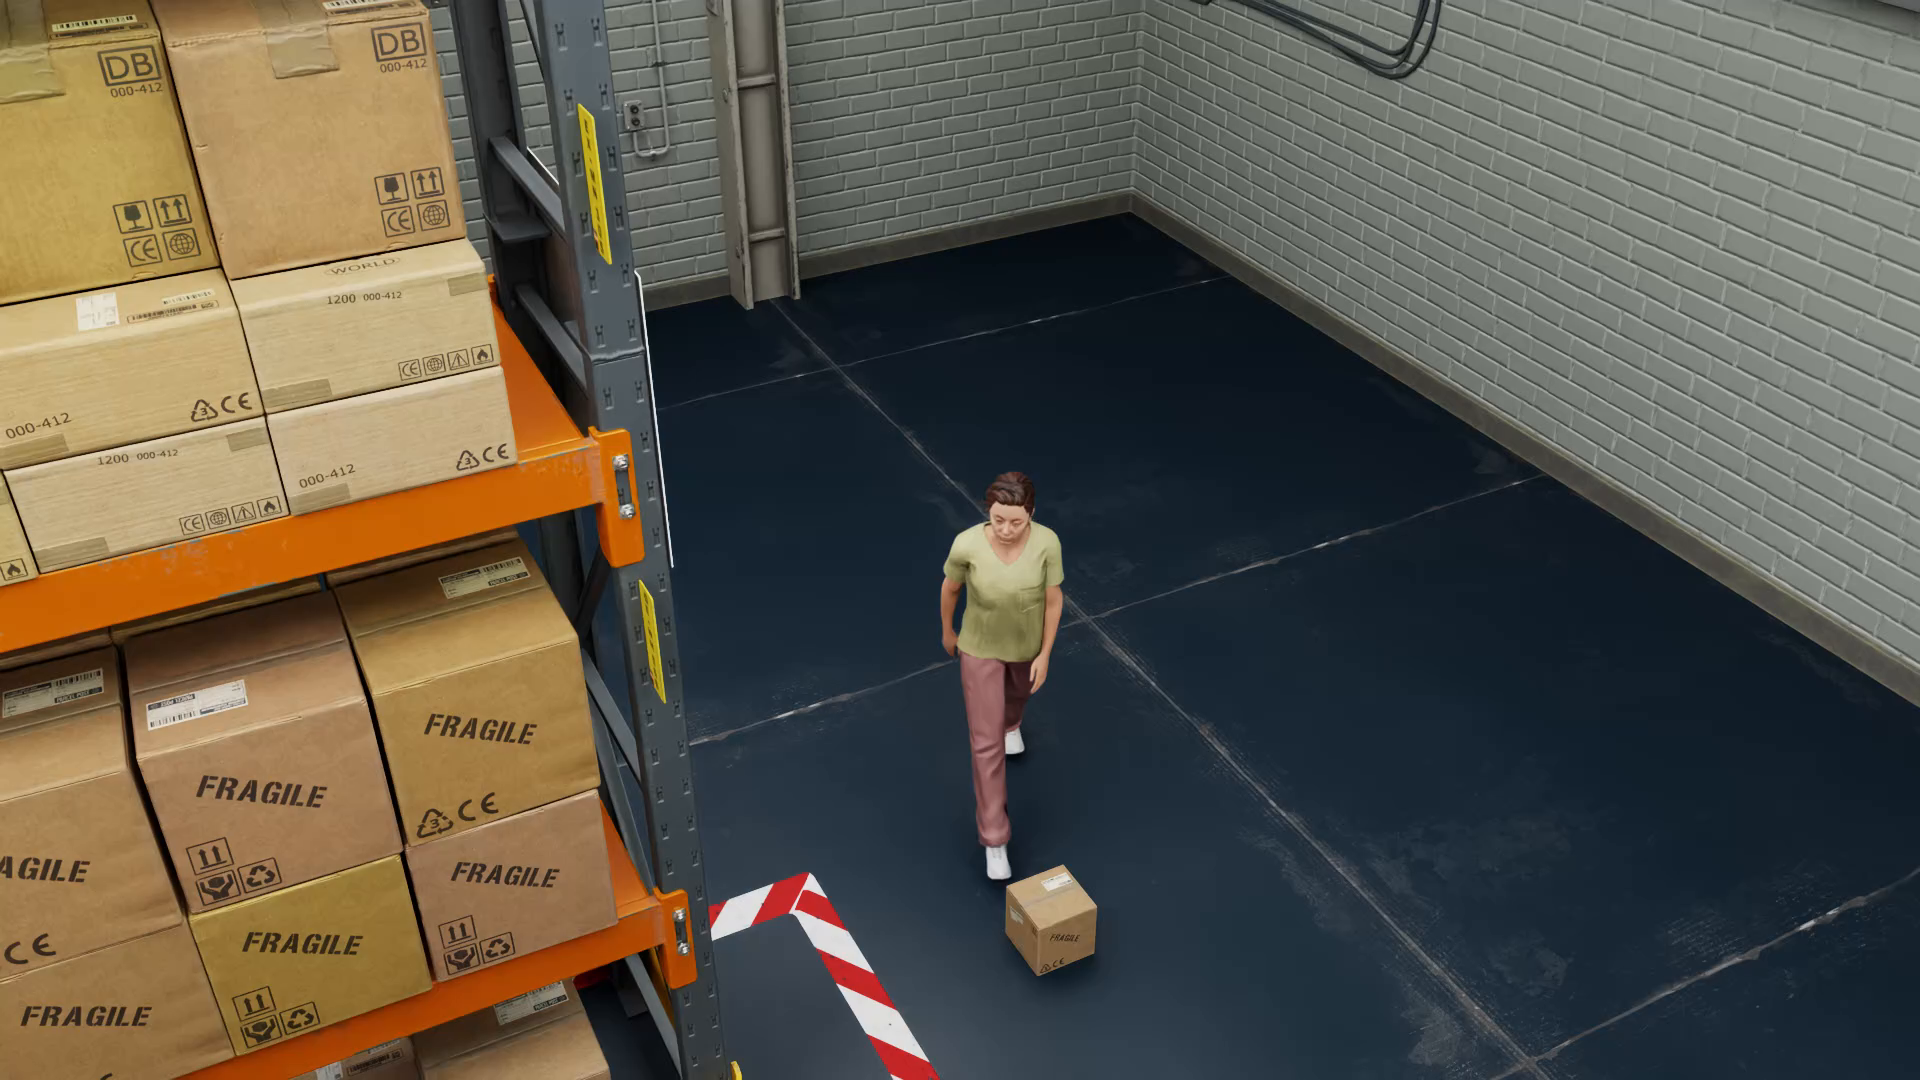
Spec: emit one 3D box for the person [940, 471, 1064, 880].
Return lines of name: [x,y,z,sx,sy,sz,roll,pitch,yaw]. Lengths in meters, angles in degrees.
person: [0.174,0.418,6.504,0.461,1.610,1.066,-6,34,-9]
